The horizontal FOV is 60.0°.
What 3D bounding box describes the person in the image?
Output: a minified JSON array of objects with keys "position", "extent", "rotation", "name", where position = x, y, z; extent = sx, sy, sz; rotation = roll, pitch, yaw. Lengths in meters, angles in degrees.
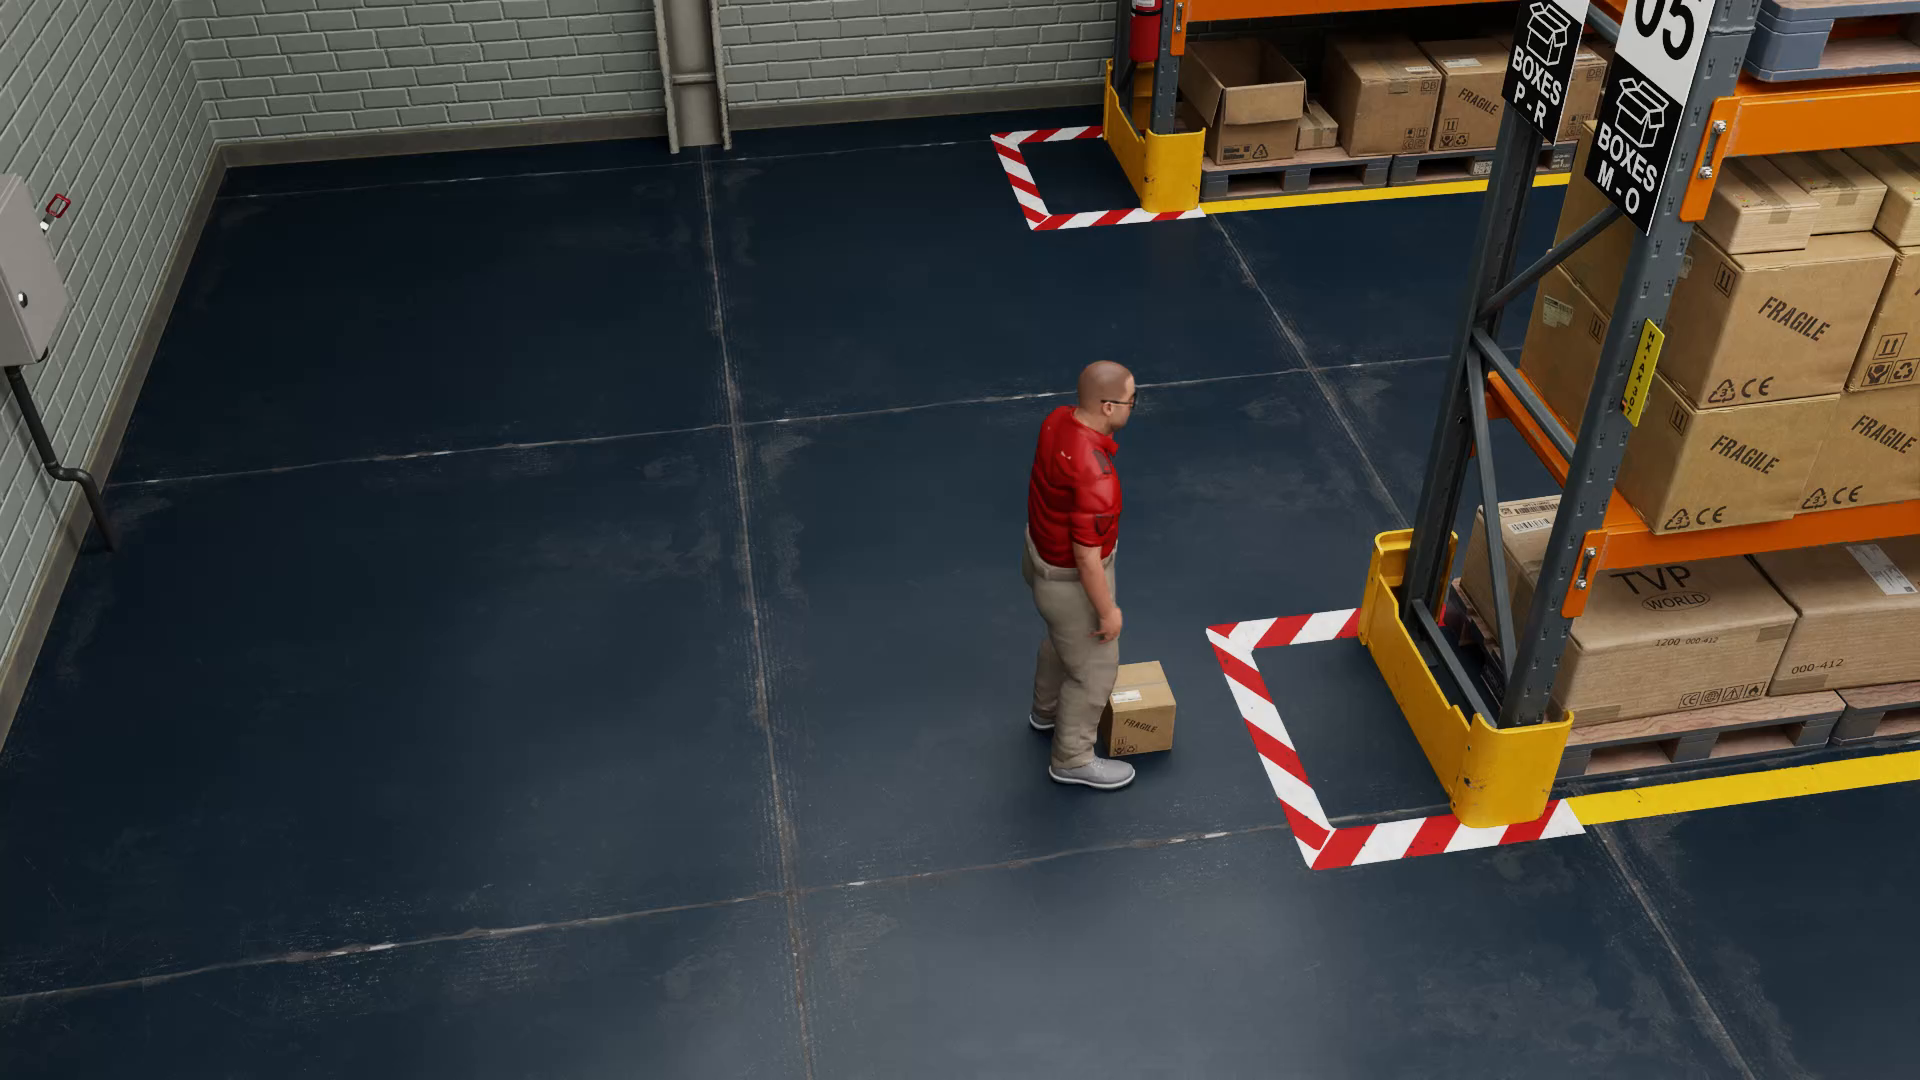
[{"position":[0.434,0.117,6.017],"extent":[0.390,1.726,0.588],"rotation":[-8,39,-10],"name":"person"}]
